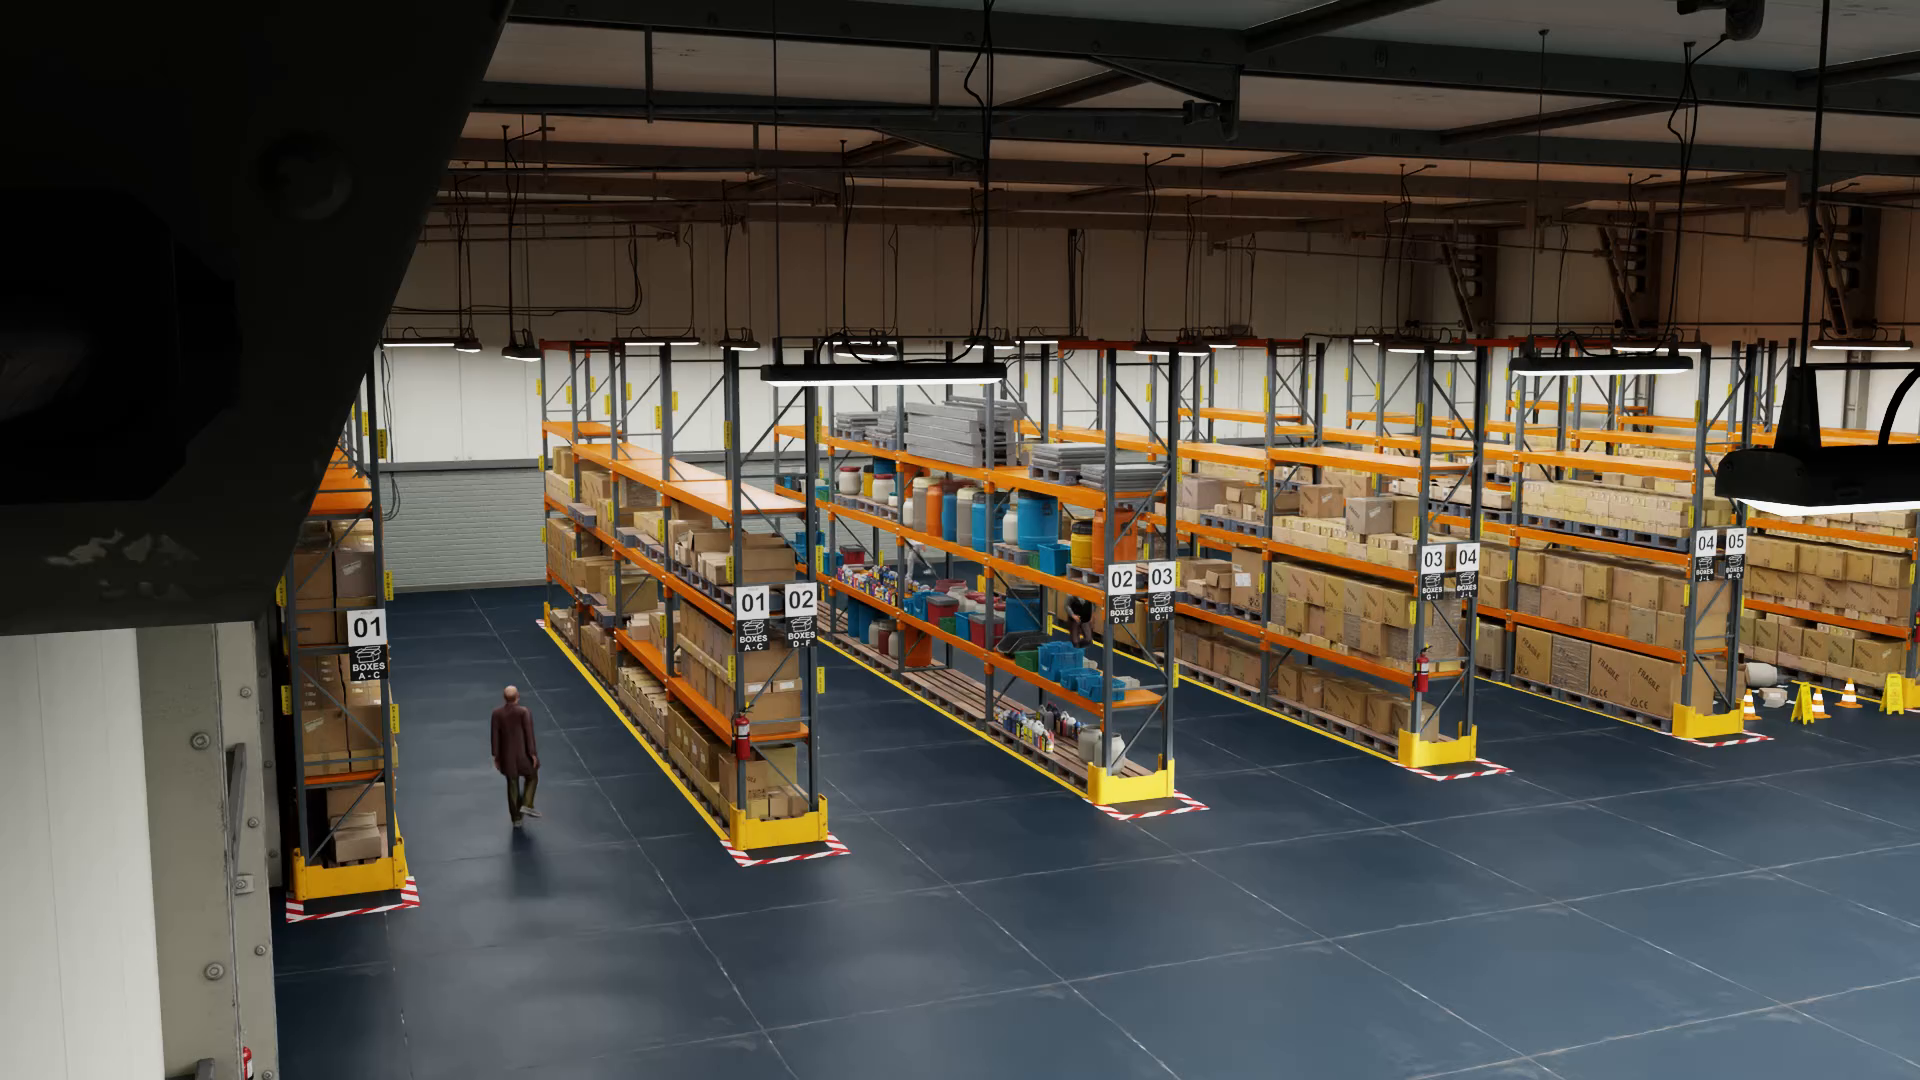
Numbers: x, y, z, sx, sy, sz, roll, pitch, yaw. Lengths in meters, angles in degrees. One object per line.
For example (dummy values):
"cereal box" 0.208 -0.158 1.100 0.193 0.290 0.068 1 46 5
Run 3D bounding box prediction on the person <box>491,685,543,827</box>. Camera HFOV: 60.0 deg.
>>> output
"person" -5.608 2.723 20.997 0.618 1.769 0.549 -1 8 -9

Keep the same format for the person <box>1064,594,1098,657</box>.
"person" 2.252 1.493 31.022 0.704 1.635 0.716 -2 8 -13

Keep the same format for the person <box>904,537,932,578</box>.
"person" -1.094 0.085 41.379 0.968 1.741 0.516 -5 9 -32
